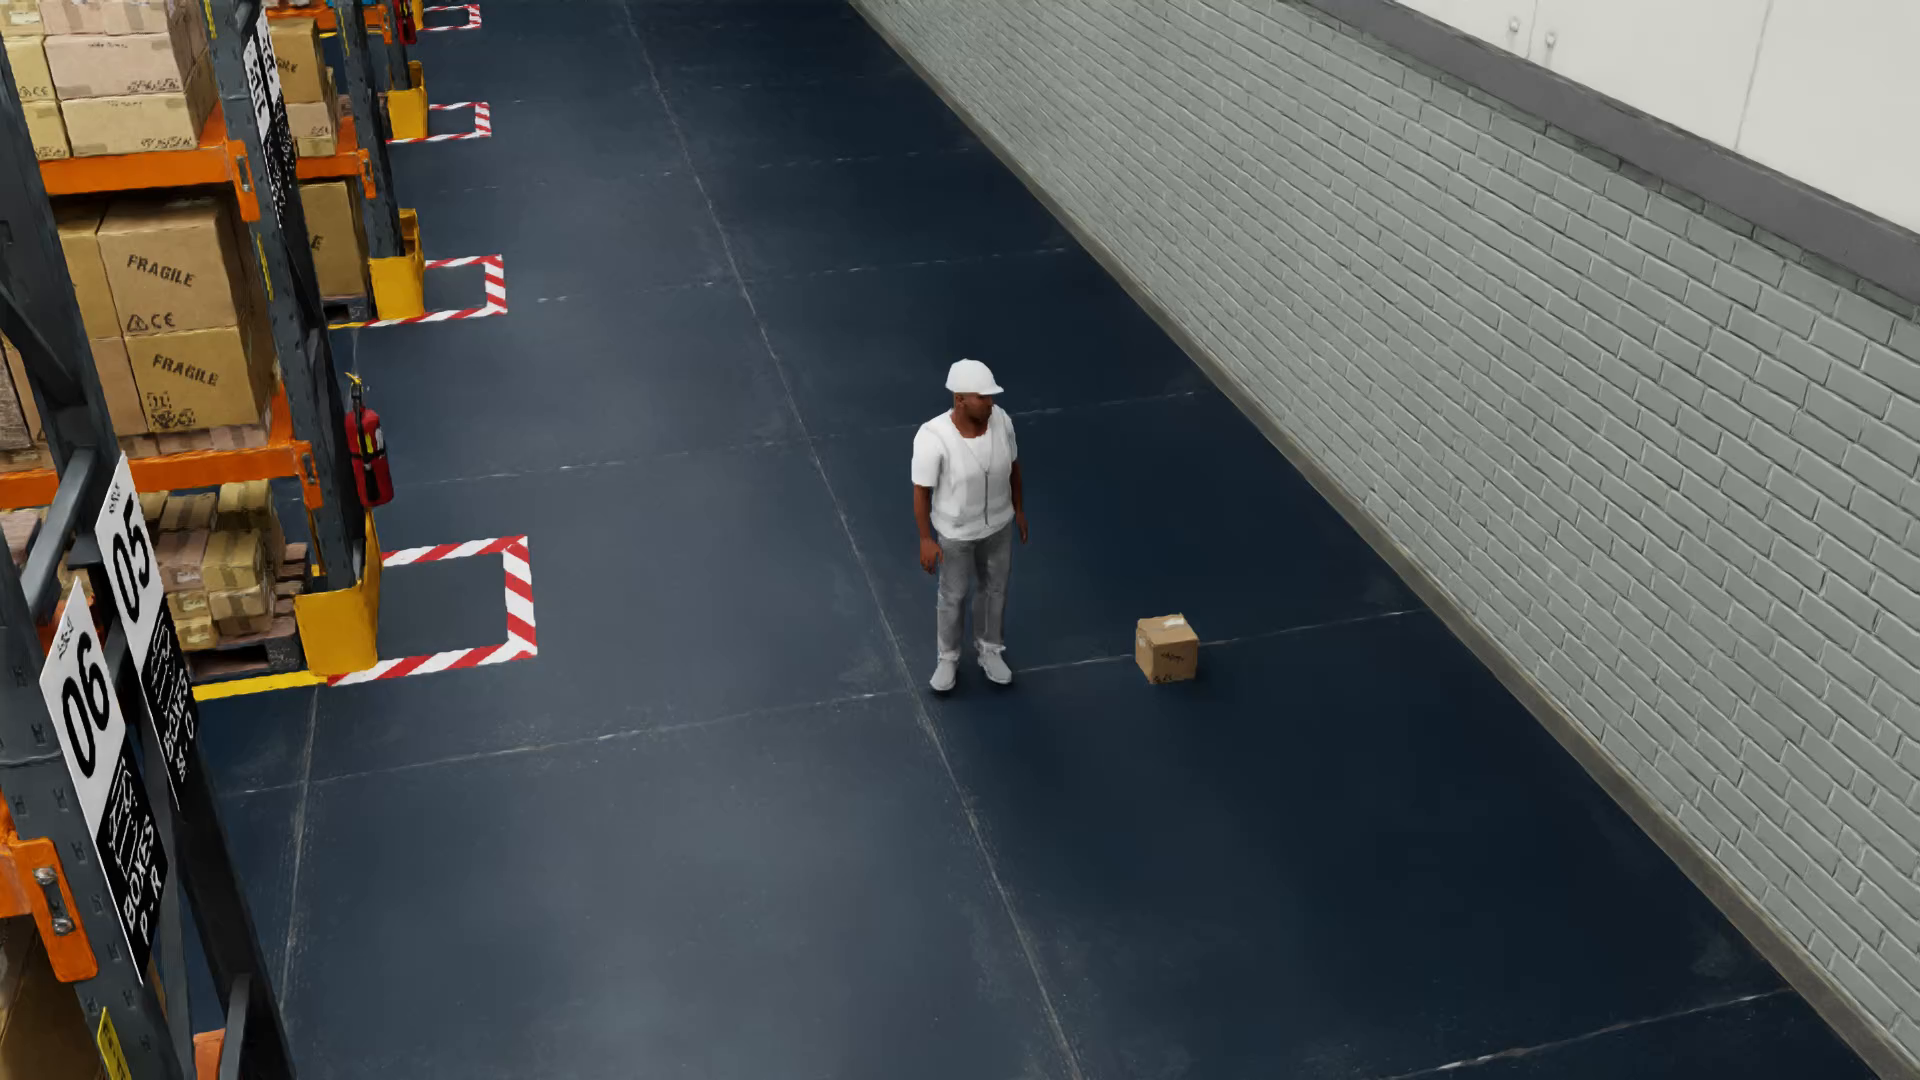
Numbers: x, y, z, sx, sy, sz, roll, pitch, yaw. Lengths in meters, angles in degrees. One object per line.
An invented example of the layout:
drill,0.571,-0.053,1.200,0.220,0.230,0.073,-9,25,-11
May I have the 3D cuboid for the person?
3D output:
person,0.072,-0.065,8.278,0.624,1.772,0.413,-15,33,-24
